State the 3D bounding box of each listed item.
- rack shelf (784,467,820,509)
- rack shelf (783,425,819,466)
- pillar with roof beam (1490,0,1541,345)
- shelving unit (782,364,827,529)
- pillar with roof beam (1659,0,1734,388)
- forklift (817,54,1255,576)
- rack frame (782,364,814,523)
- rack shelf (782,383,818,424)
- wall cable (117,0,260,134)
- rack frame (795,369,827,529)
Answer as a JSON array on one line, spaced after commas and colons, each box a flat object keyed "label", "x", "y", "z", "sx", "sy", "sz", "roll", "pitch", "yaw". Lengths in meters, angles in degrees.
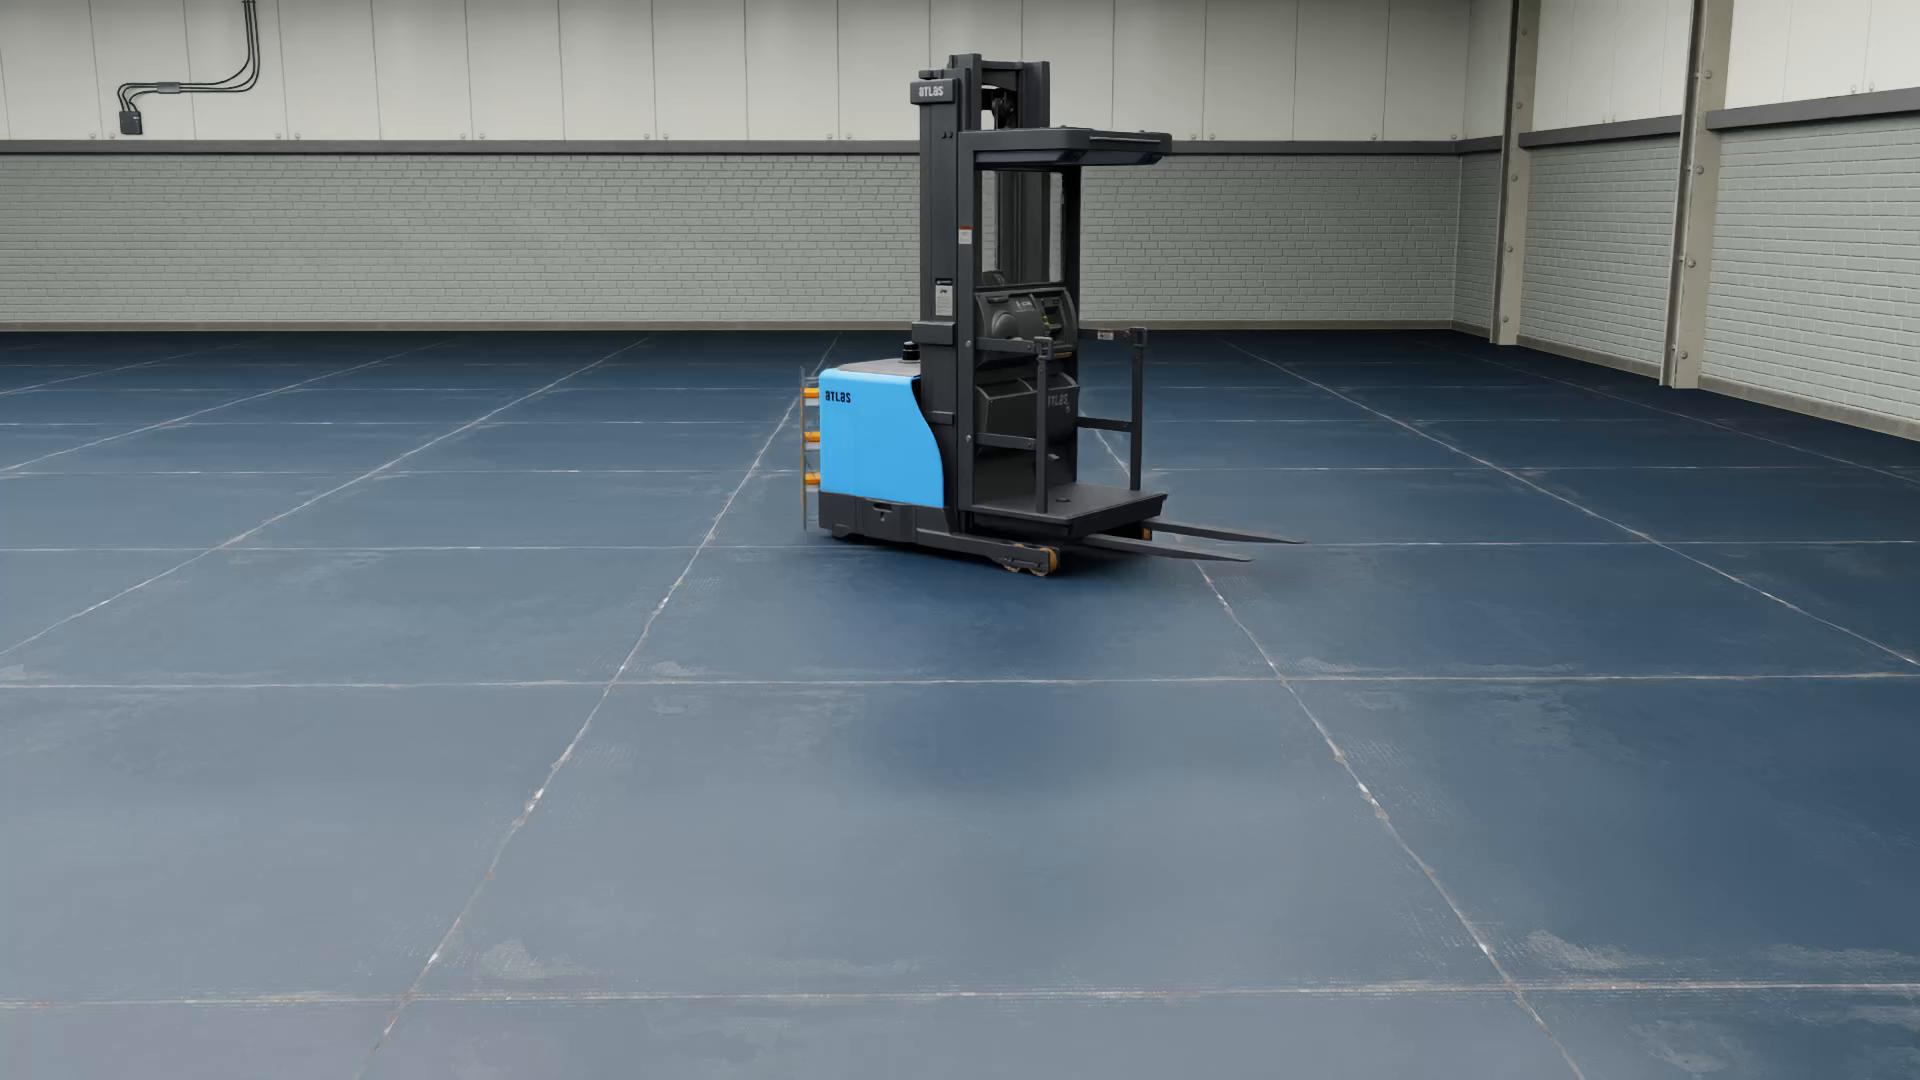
[{"label": "rack shelf", "x": -1.022, "y": -0.334, "z": 11.015, "sx": 0.215, "sy": 0.259, "sz": 0.240, "roll": -6, "pitch": 13, "yaw": -25}, {"label": "rack shelf", "x": -1.022, "y": -0.606, "z": 10.960, "sx": 0.215, "sy": 0.259, "sz": 0.240, "roll": -6, "pitch": 13, "yaw": -25}, {"label": "pillar with roof beam", "x": 3.956, "y": -7.373, "z": 24.271, "sx": 9.100, "sy": 9.000, "sz": 0.400, "roll": 0, "pitch": 11, "yaw": -1}, {"label": "shelving unit", "x": -1.022, "y": -0.617, "z": 10.958, "sx": 0.215, "sy": 1.050, "sz": 0.252, "roll": -6, "pitch": 13, "yaw": -25}, {"label": "pillar with roof beam", "x": 4.080, "y": -6.181, "z": 18.392, "sx": 9.100, "sy": 9.000, "sz": 0.400, "roll": 0, "pitch": 11, "yaw": -1}, {"label": "forklift", "x": 0.395, "y": -1.341, "z": 9.796, "sx": 1.130, "sy": 2.935, "sz": 3.031, "roll": -9, "pitch": 15, "yaw": -39}, {"label": "rack frame", "x": -1.076, "y": -0.638, "z": 11.066, "sx": 0.200, "sy": 1.050, "sz": 0.008, "roll": -6, "pitch": 13, "yaw": -25}, {"label": "rack shelf", "x": -1.022, "y": -0.884, "z": 10.904, "sx": 0.215, "sy": 0.259, "sz": 0.240, "roll": -6, "pitch": 13, "yaw": -25}, {"label": "wall cable", "x": -12.480, "y": -9.555, "z": 26.472, "sx": 2.305, "sy": 6.003, "sz": 0.169, "roll": 0, "pitch": 11, "yaw": -1}, {"label": "rack frame", "x": -0.969, "y": -0.595, "z": 10.850, "sx": 0.200, "sy": 1.050, "sz": 0.008, "roll": -6, "pitch": 13, "yaw": -25}]
